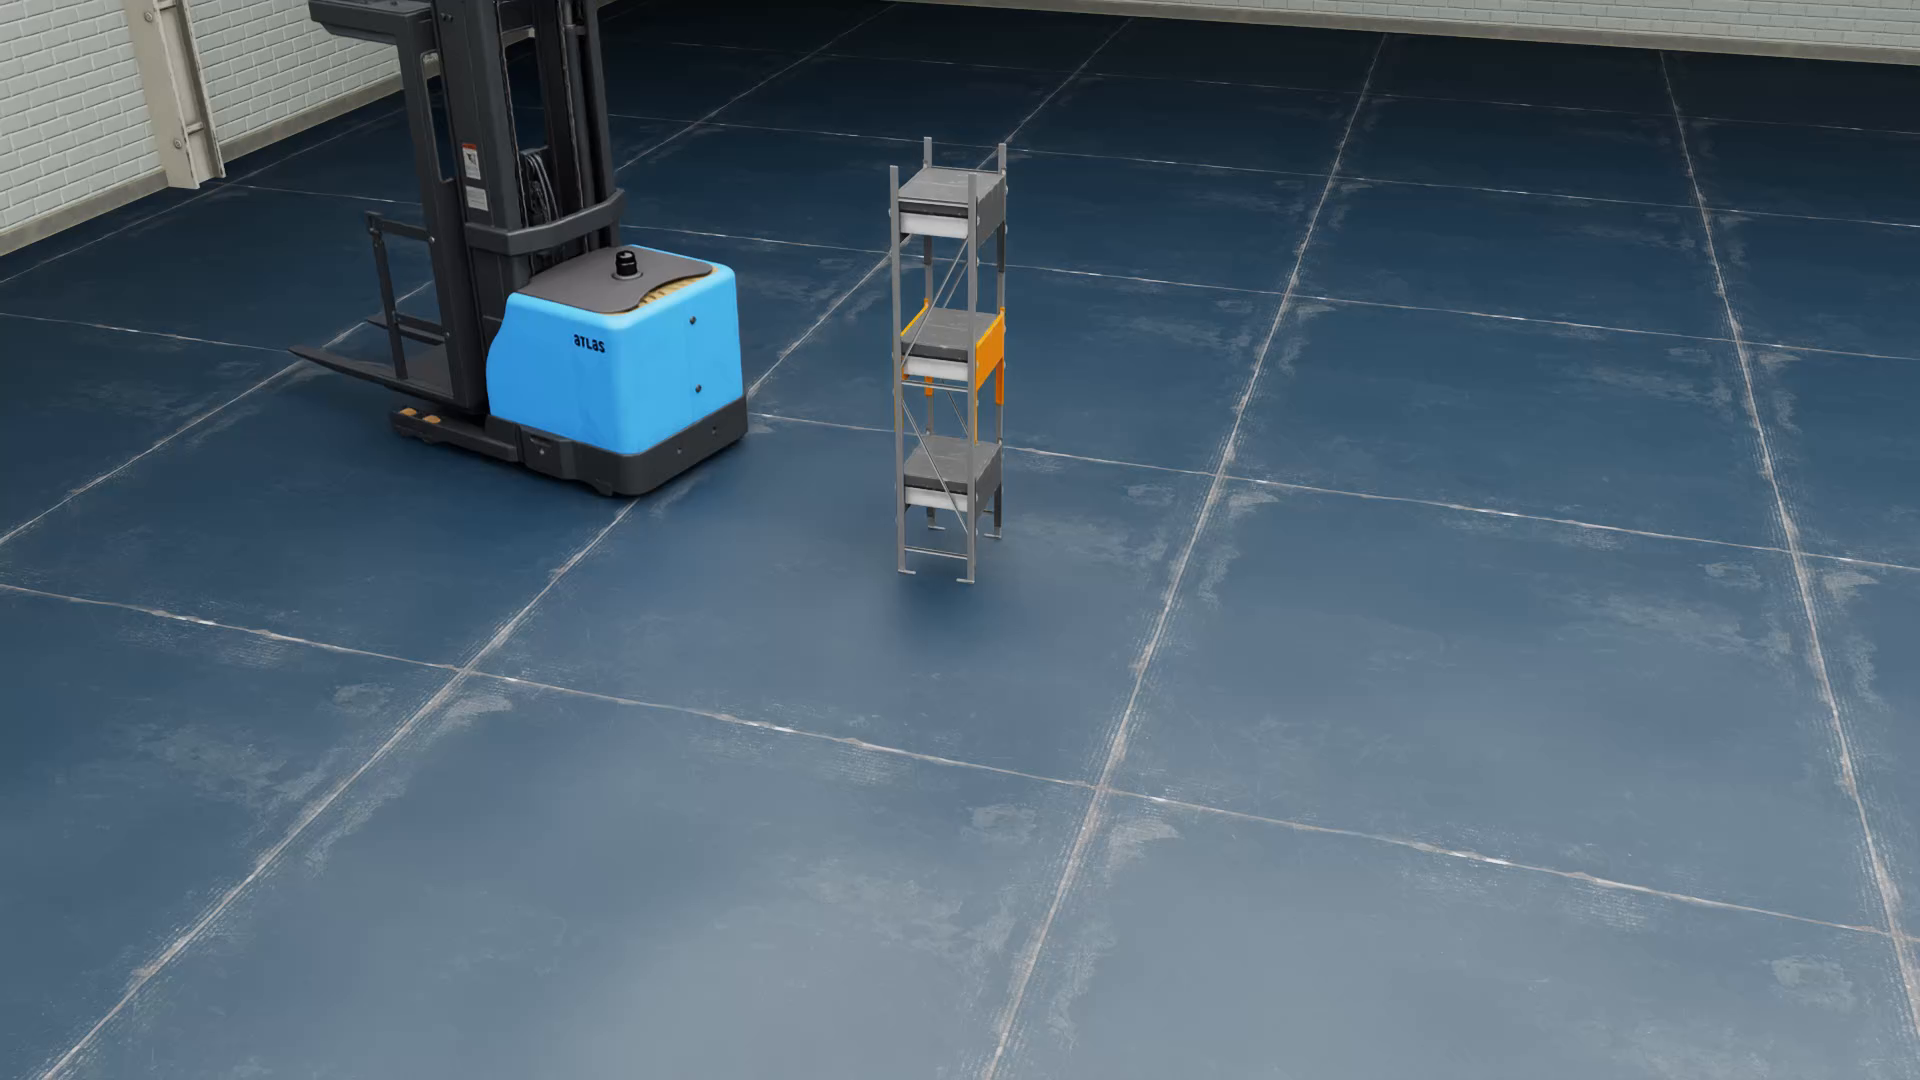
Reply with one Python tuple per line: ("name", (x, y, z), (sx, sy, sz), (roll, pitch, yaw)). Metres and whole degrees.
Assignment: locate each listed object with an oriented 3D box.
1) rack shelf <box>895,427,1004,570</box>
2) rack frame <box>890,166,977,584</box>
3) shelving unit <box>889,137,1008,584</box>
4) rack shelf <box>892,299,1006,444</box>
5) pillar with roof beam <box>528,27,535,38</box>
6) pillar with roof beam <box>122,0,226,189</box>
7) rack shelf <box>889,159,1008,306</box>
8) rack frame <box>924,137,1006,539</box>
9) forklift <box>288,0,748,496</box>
("rack shelf", (-0.049, -0.217, 8.448), (0.431, 0.518, 0.480), (8, 30, 15))
("rack frame", (-0.120, -0.727, 7.897), (0.400, 2.100, 0.015), (8, 30, 15))
("shelving unit", (-0.049, -0.841, 8.101), (0.431, 2.100, 0.503), (8, 30, 15))
("rack shelf", (-0.049, -0.829, 8.108), (0.431, 0.518, 0.480), (8, 30, 15))
("pillar with roof beam", (-0.691, -9.194, 16.021), (9.100, 9.000, 0.400), (8, 30, 15))
("pillar with roof beam", (-2.452, -6.406, 11.009), (9.100, 9.000, 0.400), (8, 30, 15))
("rack shelf", (-0.049, -1.440, 7.768), (0.431, 0.518, 0.480), (8, 30, 15))
("rack frame", (0.023, -0.954, 8.305), (0.400, 2.100, 0.015), (8, 30, 15))
("forklift", (-2.766, -2.044, 9.409), (3.031, 2.935, 1.130), (17, 33, 27))
